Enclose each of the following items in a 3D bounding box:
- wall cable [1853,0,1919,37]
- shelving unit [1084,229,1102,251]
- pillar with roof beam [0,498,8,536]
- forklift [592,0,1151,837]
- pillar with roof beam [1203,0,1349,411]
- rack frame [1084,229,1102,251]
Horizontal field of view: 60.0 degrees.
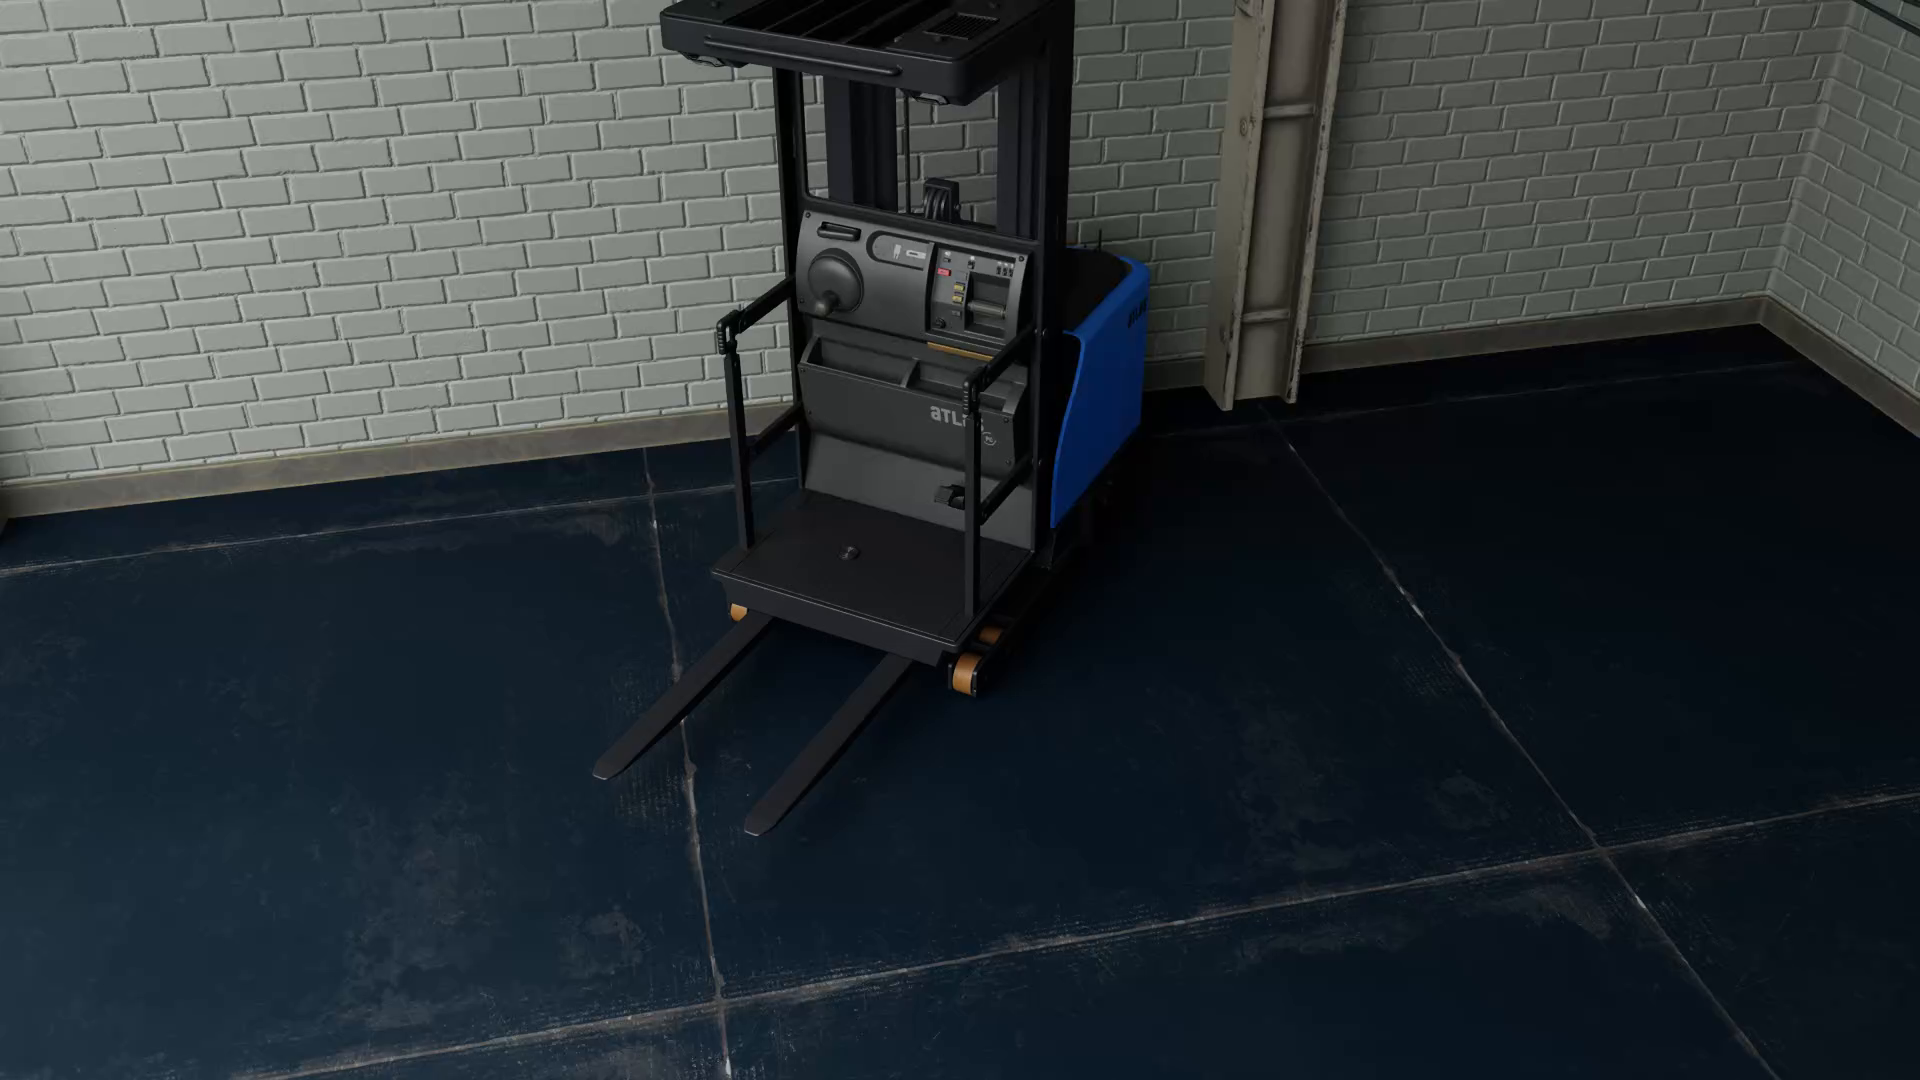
[{"bbox_3d":[4.617,-2.836,6.187,0.112,2.526,3.097,-7,35,-11],"label":"wall cable"},{"bbox_3d":[0.479,-0.935,7.701,0.252,1.050,0.215,15,37,21],"label":"shelving unit"},{"bbox_3d":[-3.451,-1.404,1.267,0.400,9.000,9.100,-7,35,-11],"label":"pillar with roof beam"},{"bbox_3d":[-0.280,-0.905,5.968,1.130,2.935,3.031,16,37,22],"label":"forklift"},{"bbox_3d":[2.402,-2.142,2.366,0.400,9.000,9.100,-7,35,-11],"label":"pillar with roof beam"},{"bbox_3d":[0.589,-0.905,7.657,0.008,1.050,0.200,15,37,21],"label":"rack frame"}]
